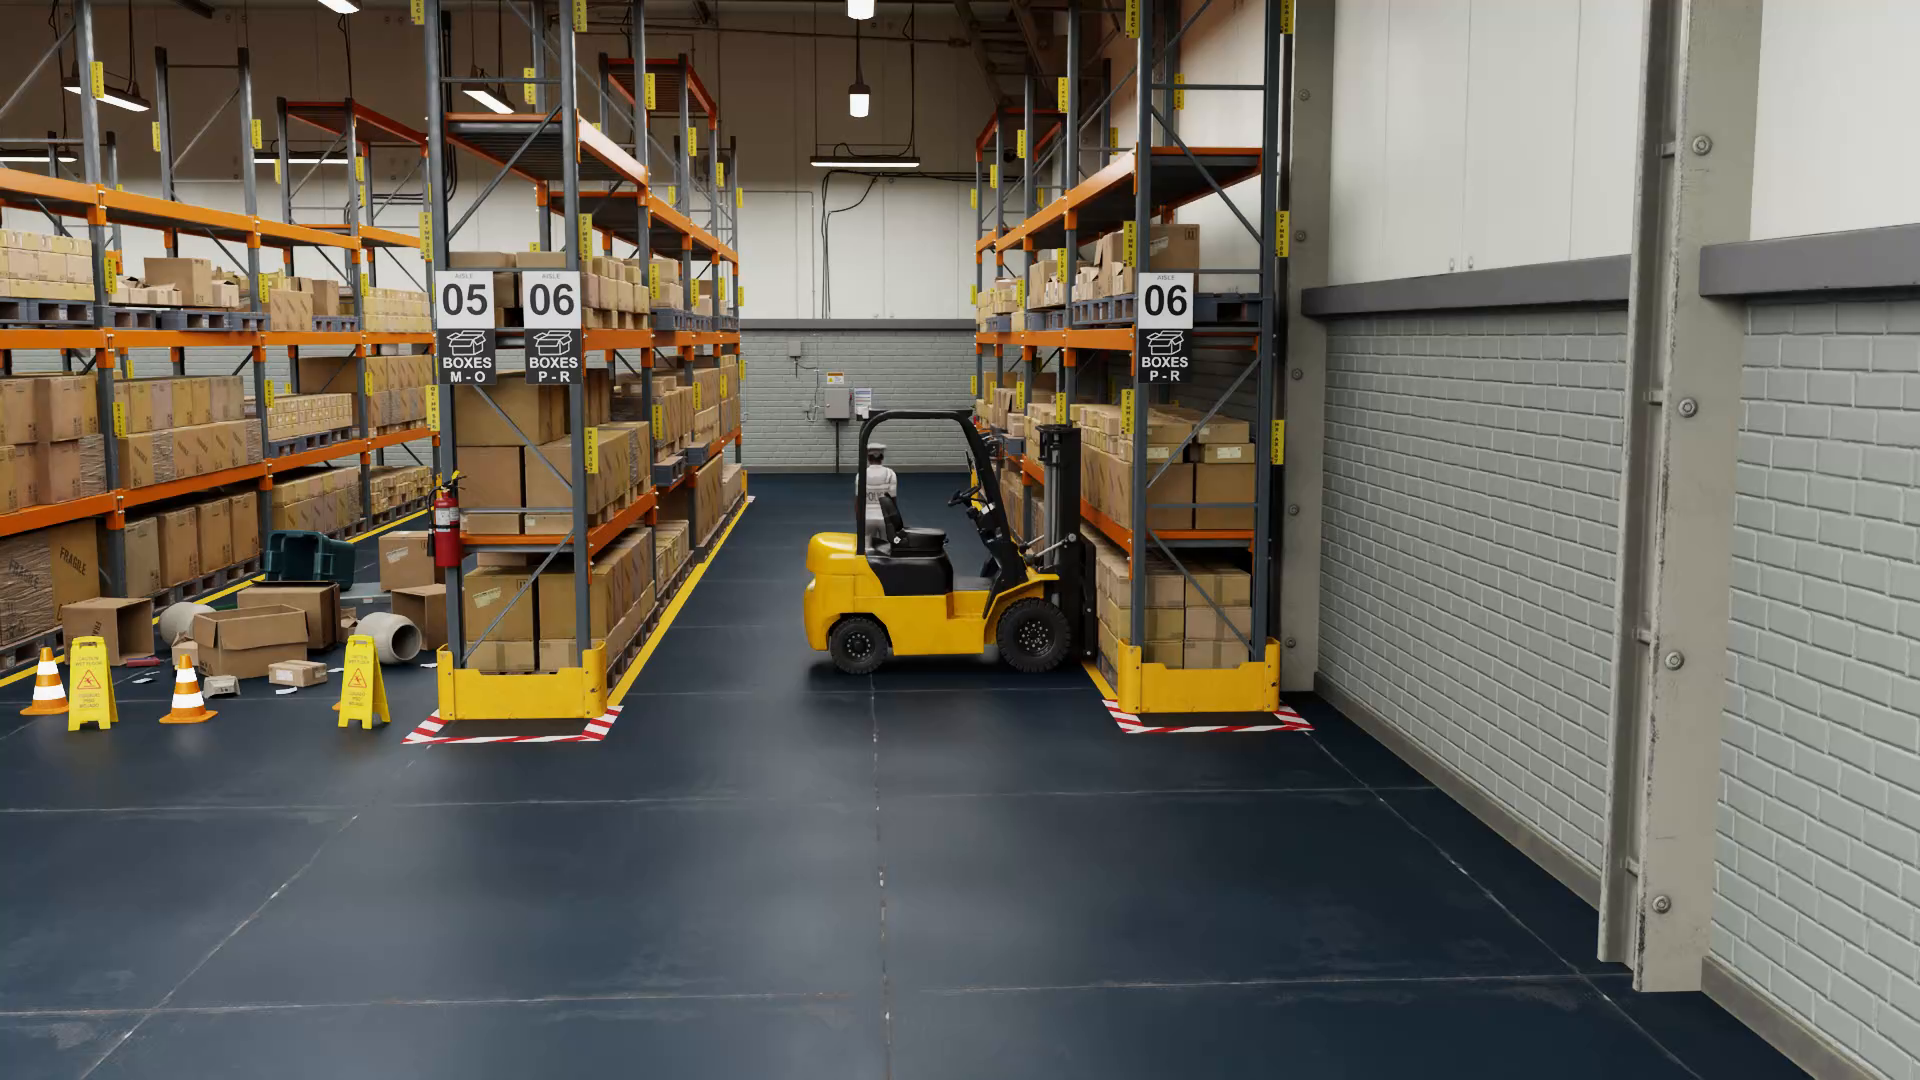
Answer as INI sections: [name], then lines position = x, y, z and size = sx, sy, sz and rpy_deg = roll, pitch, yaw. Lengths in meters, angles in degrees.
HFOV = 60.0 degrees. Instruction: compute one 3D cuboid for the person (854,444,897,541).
[person]
position = -0.866, -0.161, 17.129
size = 0.439, 1.659, 0.339
rpy_deg = 0, 7, -3
